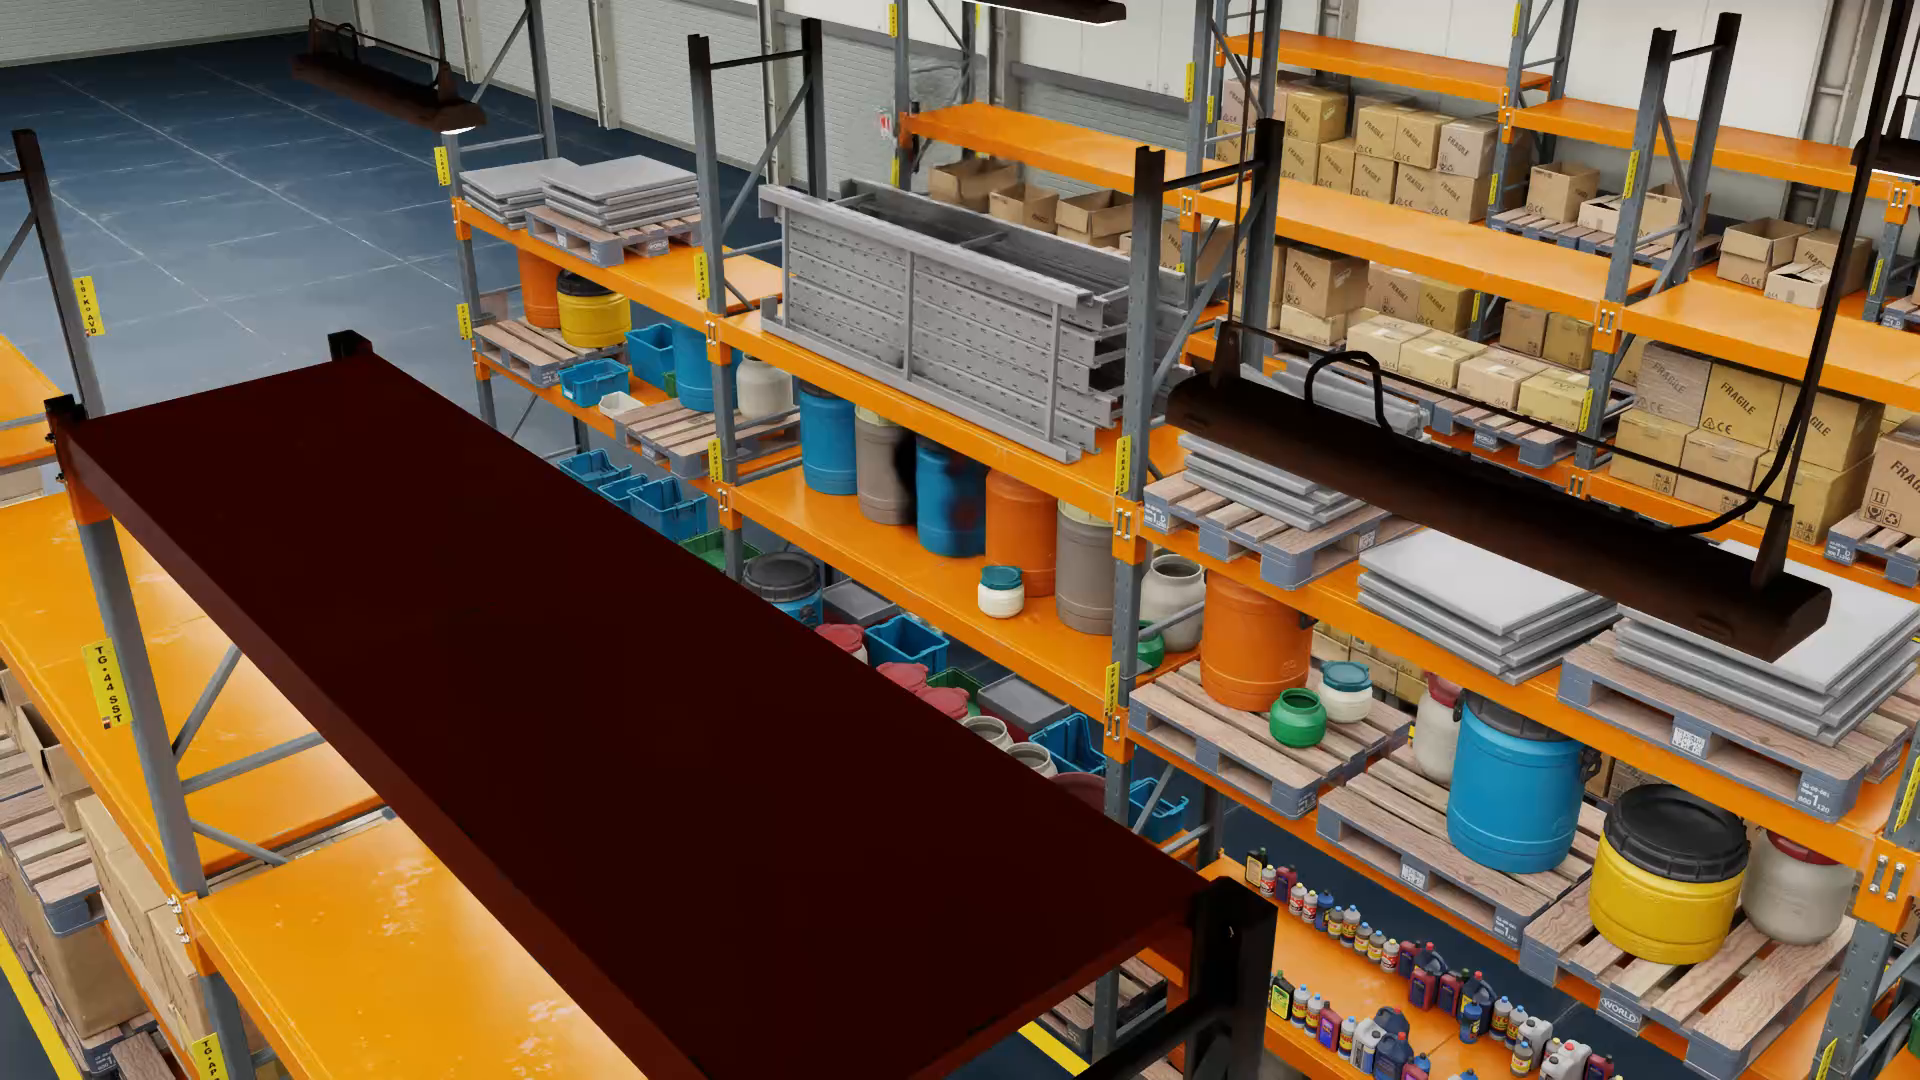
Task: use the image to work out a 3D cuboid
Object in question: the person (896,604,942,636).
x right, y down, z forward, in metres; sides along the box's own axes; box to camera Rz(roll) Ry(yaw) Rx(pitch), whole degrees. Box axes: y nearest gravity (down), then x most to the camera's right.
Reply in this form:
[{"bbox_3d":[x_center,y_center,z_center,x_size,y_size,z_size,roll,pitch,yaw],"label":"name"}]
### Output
[{"bbox_3d":[-0.462,0.111,15.376,0.661,1.750,0.640,18,32,32],"label":"person"}]
